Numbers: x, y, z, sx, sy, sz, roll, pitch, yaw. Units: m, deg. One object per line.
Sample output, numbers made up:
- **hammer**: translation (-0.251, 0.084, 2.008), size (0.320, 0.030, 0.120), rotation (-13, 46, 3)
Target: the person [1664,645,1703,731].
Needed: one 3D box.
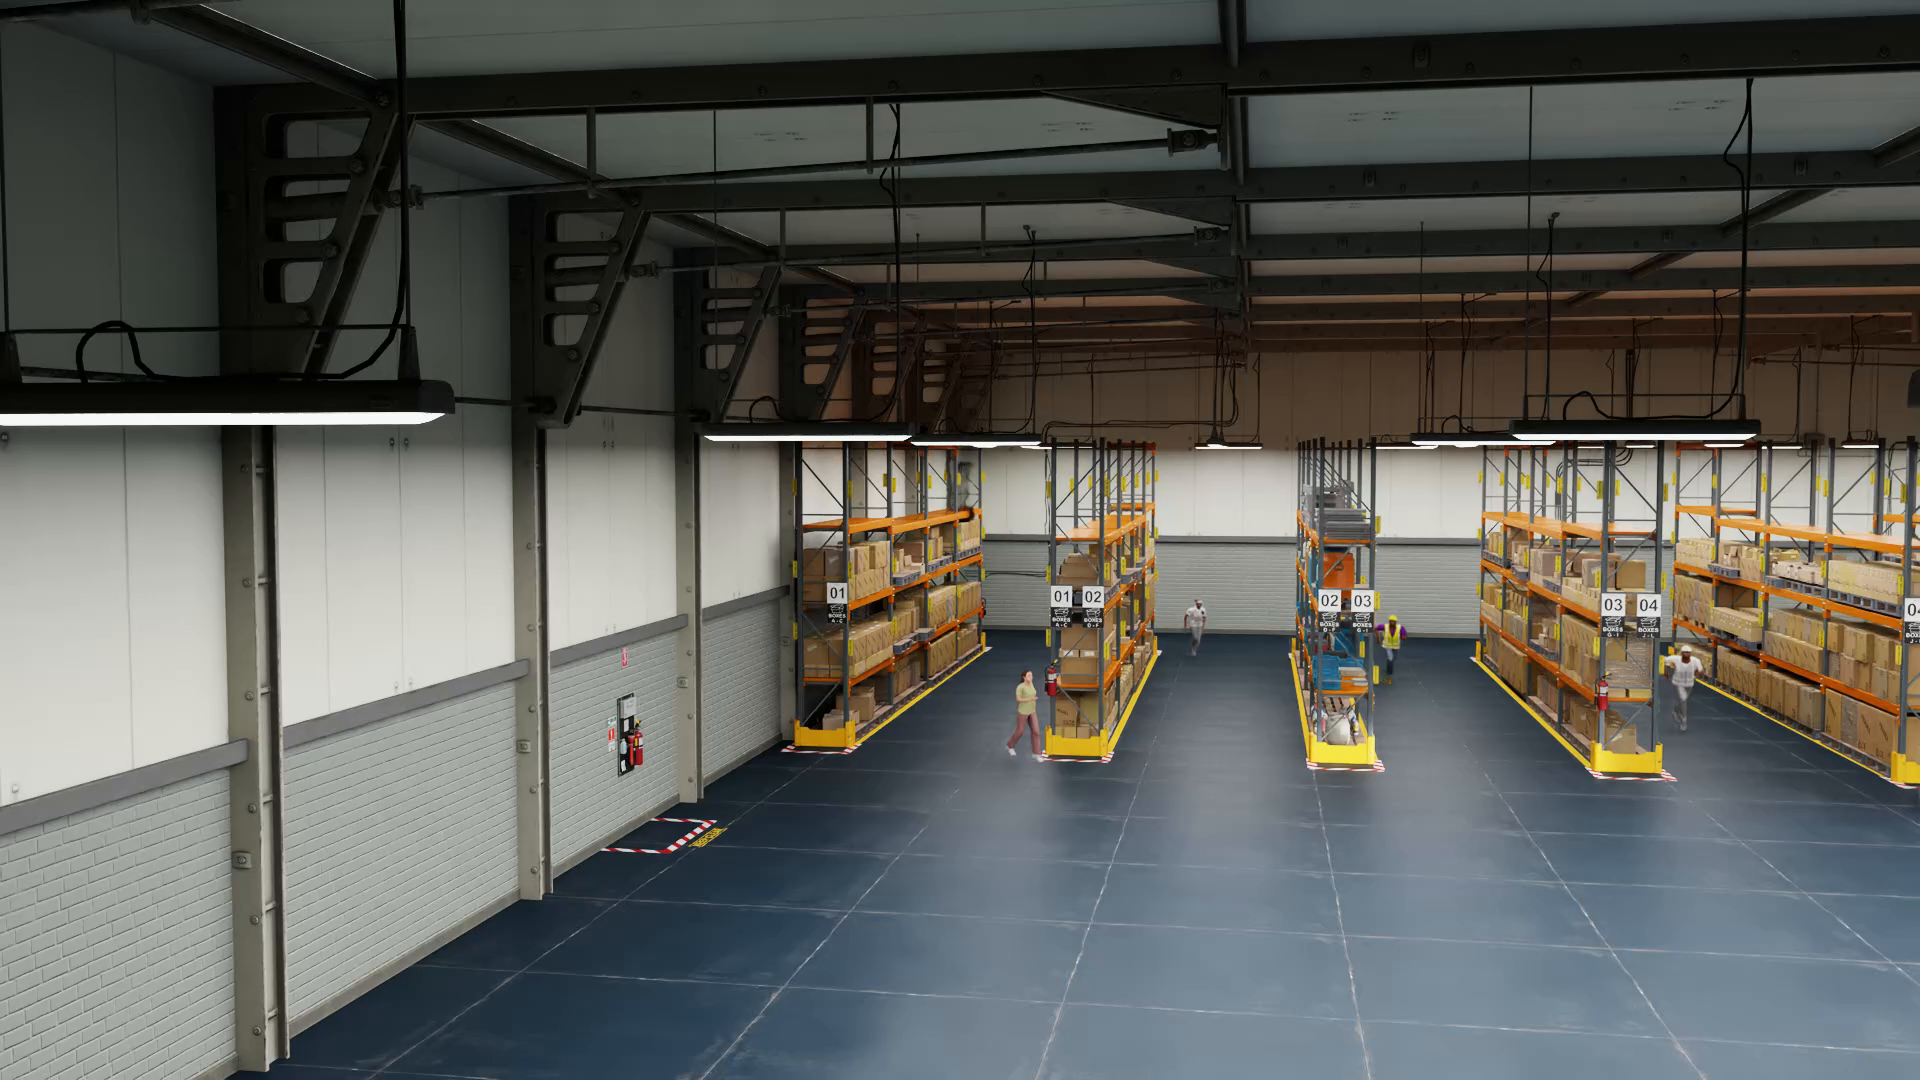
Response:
- **person**: translation (14.992, 3.040, 34.515), size (0.689, 1.768, 0.958), rotation (0, 3, 1)

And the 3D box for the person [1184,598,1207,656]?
- **person**: translation (6.637, 2.442, 46.627), size (0.580, 1.625, 0.578), rotation (-1, 3, -17)

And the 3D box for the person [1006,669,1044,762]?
- **person**: translation (1.204, 3.226, 30.835), size (0.562, 1.678, 0.948), rotation (-3, 4, -40)

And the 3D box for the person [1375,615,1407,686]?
- **person**: translation (10.606, 2.699, 40.942), size (0.687, 1.753, 0.943), rotation (0, 3, -3)
